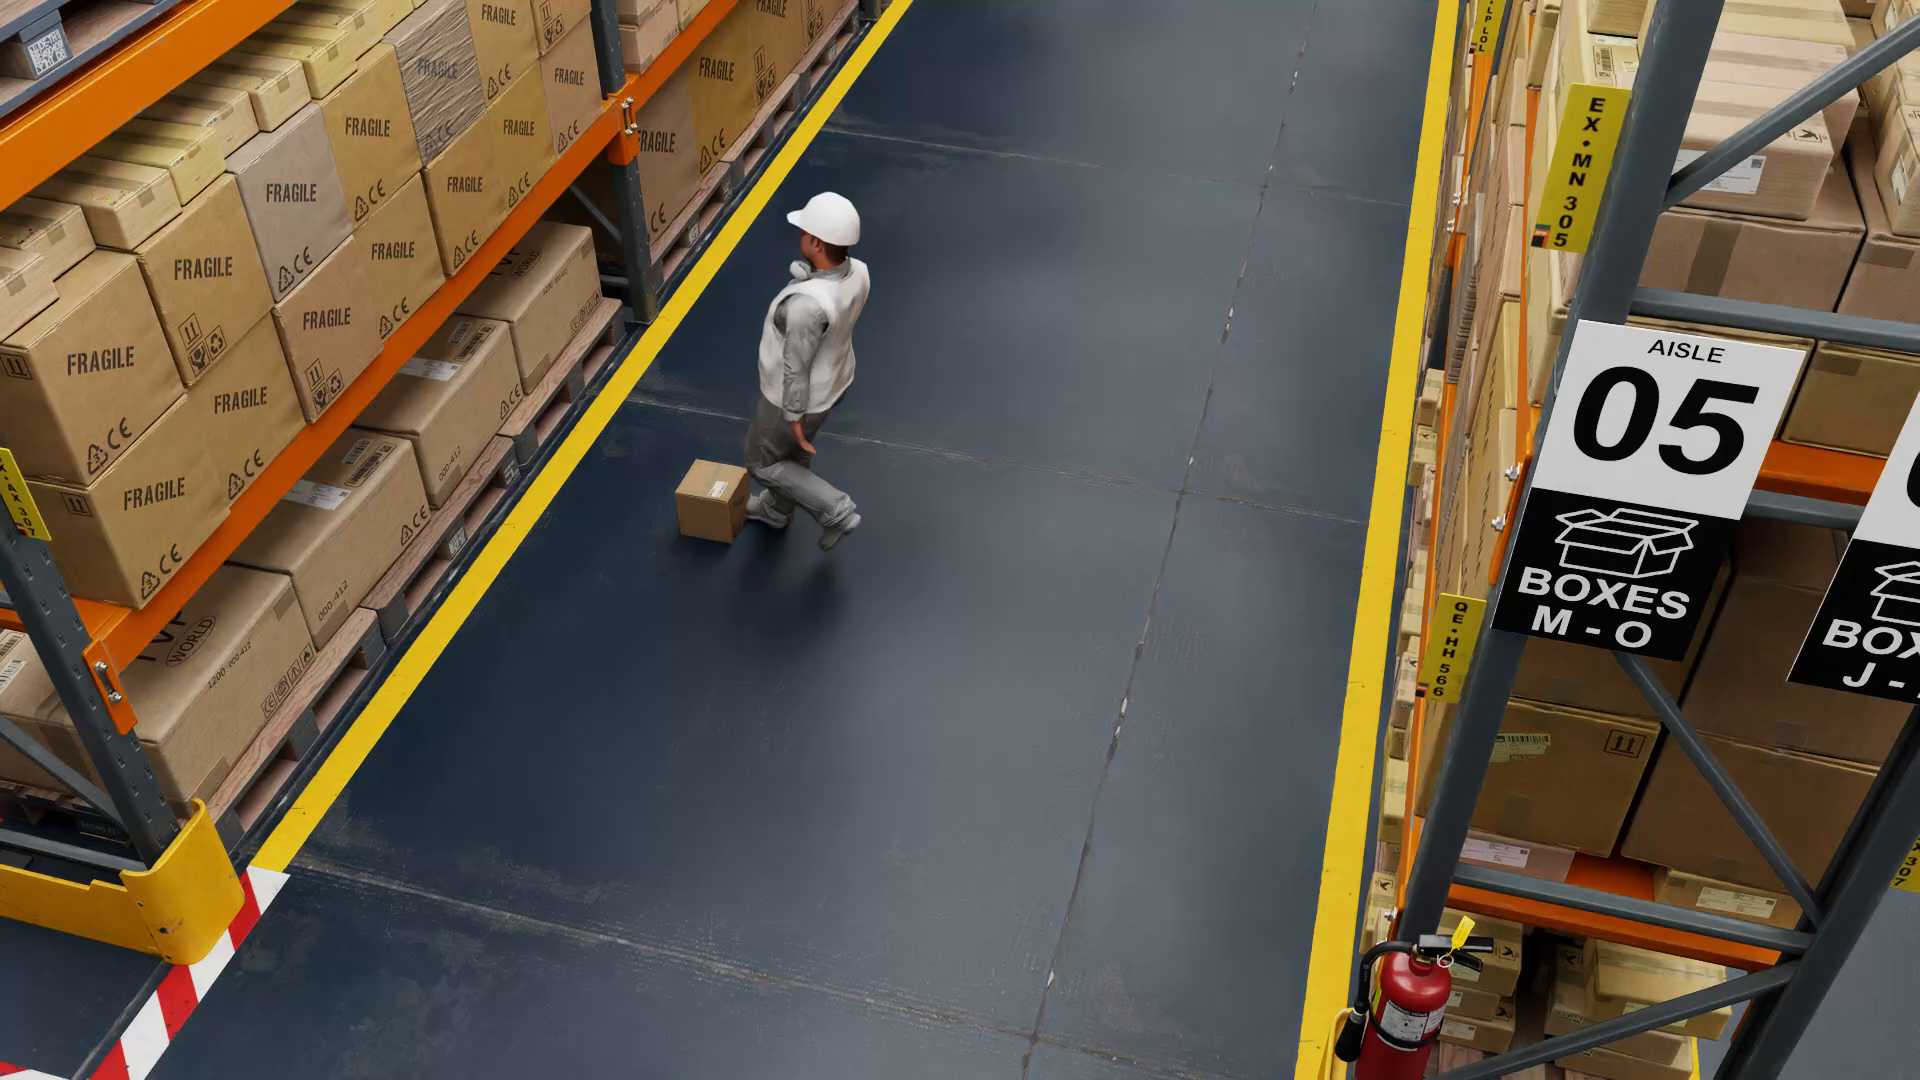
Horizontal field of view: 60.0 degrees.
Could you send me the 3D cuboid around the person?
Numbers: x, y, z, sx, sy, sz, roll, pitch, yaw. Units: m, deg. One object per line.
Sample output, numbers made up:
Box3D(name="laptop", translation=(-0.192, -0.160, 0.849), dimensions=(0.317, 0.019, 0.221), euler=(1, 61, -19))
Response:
Box3D(name="person", translation=(-0.731, -0.678, 6.942), dimensions=(0.736, 1.728, 0.591), euler=(17, 44, 19))
